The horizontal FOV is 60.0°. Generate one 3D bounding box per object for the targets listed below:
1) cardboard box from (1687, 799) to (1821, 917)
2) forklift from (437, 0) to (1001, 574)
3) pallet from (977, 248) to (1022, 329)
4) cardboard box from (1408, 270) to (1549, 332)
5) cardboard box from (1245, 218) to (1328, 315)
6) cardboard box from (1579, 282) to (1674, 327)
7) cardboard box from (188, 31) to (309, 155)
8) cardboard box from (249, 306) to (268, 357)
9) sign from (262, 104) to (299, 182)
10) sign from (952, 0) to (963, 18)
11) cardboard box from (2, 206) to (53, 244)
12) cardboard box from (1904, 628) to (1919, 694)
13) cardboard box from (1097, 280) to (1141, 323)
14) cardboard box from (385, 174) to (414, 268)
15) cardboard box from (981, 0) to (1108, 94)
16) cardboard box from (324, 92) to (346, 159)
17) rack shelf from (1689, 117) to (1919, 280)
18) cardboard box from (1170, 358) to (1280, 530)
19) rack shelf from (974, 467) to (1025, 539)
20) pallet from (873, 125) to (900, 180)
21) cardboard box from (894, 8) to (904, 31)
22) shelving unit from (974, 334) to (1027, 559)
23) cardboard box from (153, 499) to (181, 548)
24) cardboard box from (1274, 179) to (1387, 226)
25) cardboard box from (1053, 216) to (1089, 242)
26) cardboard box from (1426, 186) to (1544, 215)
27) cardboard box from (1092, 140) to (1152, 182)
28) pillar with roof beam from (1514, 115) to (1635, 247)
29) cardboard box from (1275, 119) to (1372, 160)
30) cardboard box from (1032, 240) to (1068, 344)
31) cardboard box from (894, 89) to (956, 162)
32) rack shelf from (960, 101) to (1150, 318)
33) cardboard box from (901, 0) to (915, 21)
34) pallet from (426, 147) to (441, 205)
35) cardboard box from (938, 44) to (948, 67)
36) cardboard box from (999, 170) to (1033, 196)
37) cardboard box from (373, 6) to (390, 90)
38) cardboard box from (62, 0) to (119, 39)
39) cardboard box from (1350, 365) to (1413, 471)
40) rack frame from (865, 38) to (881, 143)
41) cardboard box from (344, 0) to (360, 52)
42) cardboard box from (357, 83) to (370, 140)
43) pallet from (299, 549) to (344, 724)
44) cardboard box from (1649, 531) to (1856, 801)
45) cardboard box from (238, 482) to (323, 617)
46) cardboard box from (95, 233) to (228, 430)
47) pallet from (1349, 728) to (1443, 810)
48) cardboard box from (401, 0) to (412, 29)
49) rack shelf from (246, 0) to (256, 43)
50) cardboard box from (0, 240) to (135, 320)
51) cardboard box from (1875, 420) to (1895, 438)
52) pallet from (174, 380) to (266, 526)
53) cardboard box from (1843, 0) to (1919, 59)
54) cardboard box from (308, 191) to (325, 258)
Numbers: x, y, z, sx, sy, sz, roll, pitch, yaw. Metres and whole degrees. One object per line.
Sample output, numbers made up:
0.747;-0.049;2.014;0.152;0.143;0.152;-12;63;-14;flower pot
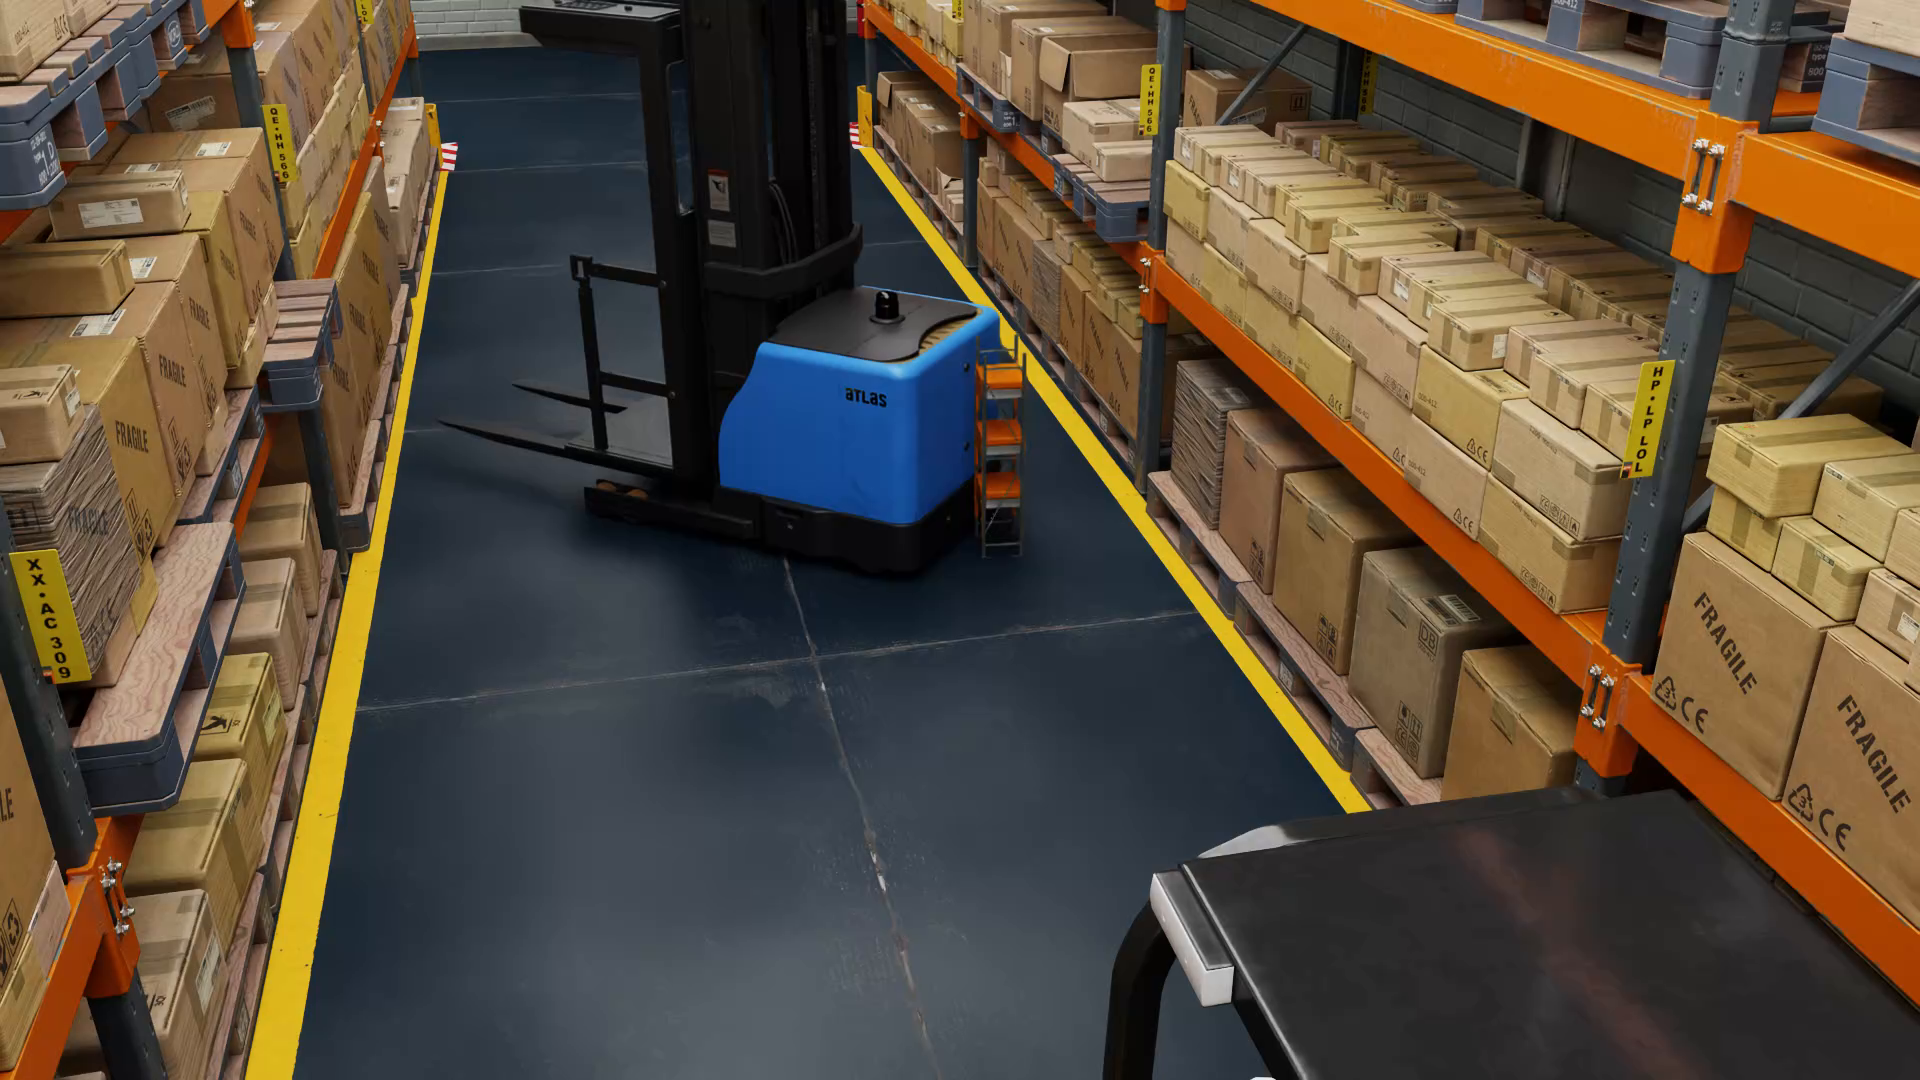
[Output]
2.128;0.947;4.520;0.500;0.250;0.500;-6;27;-12;cardboard box
-1.344;-1.594;8.155;3.031;2.935;1.130;13;29;23;forklift
0.742;-1.804;11.591;1.003;0.211;1.213;-6;27;-12;pallet
1.765;-0.800;5.675;0.380;0.149;0.250;-7;28;-13;cardboard box
1.497;-1.132;6.775;0.500;0.250;0.500;-7;28;-13;cardboard box
2.312;-0.744;5.564;0.380;0.149;0.250;-6;27;-12;cardboard box
-3.406;-2.090;7.841;0.500;0.500;0.500;-6;27;-11;cardboard box
-2.828;-0.768;6.256;0.380;0.149;0.250;-7;28;-14;cardboard box
-2.885;-1.682;7.056;0.100;0.325;0.005;-6;27;-12;sign
-0.005;-3.731;11.351;0.100;0.325;0.005;-6;27;-12;sign
-3.285;-0.824;5.647;0.500;0.500;0.500;-5;27;-11;cardboard box
2.269;0.283;3.530;0.380;0.149;0.250;-5;27;-10;cardboard box
0.974;-1.315;9.115;0.380;0.149;0.250;-7;28;-14;cardboard box
-4.350;-2.227;11.711;0.875;0.438;0.875;-6;27;-12;cardboard box
0.530;-3.172;10.629;0.700;0.500;0.500;-6;27;-11;cardboard box
-3.603;-2.216;8.922;0.500;0.250;0.500;-5;27;-11;cardboard box
2.776;-0.030;2.451;1.077;0.370;4.000;-6;27;-12;rack shelf
1.551;-0.499;8.078;0.875;0.625;0.625;-5;27;-10;cardboard box
0.190;-0.181;8.084;0.215;0.259;0.240;-3;27;-7;rack shelf
-0.182;-3.530;15.010;1.003;0.211;1.213;-6;27;-12;pallet
-0.331;-4.304;13.726;0.380;0.149;0.250;-7;28;-13;cardboard box
0.190;-0.438;7.954;0.215;1.050;0.252;-3;27;-7;shelving unit
-2.530;-0.079;4.891;0.380;0.149;0.250;-6;27;-11;cardboard box
1.509;-1.363;6.790;0.380;0.149;0.250;-6;27;-11;cardboard box
0.788;-1.897;10.267;0.380;0.149;0.250;-6;27;-11;cardboard box
2.105;-1.311;6.687;0.380;0.149;0.250;-6;27;-12;cardboard box
0.901;-1.971;8.639;0.380;0.149;0.250;-5;27;-11;cardboard box
-1.599;-3.407;5.013;9.100;9.000;0.400;-6;27;-12;pillar with roof beam
1.694;-1.858;7.772;0.380;0.149;0.250;-5;27;-10;cardboard box
0.760;-1.558;10.316;0.500;0.500;0.500;-7;28;-13;cardboard box
-0.179;-3.573;14.308;0.700;0.500;0.500;-5;27;-9;cardboard box
0.973;-2.203;10.085;1.077;0.370;4.000;-6;27;-12;rack shelf
-0.173;-4.332;13.340;0.500;0.250;0.500;-7;28;-13;cardboard box
-4.958;-3.065;14.088;1.003;0.211;1.213;-6;27;-12;pallet
0.042;-3.628;12.389;0.380;0.149;0.250;-5;27;-10;cardboard box
0.481;-2.465;11.394;0.380;0.149;0.250;-7;28;-13;cardboard box
-4.273;-3.395;11.537;0.500;0.500;0.500;-6;27;-11;cardboard box
-2.367;-1.364;3.995;0.500;0.250;0.500;-6;27;-12;cardboard box
1.756;-0.459;5.998;0.500;0.250;0.500;-6;27;-11;cardboard box
-0.380;-5.159;15.141;1.000;3.000;0.127;-6;27;-12;rack frame
-3.968;-3.217;10.074;0.500;0.500;0.500;-5;27;-10;cardboard box
-3.967;-2.659;10.355;0.500;0.250;0.500;-7;28;-13;cardboard box
-3.237;0.447;7.130;1.003;0.211;1.213;-6;27;-12;pallet
2.170;0.286;4.243;0.500;0.500;0.500;-7;28;-13;cardboard box
-3.294;0.094;7.185;0.950;0.372;0.625;-8;28;-15;cardboard box
-2.674;-0.647;5.296;0.500;0.500;0.500;-7;28;-14;cardboard box
2.121;1.035;5.965;1.003;0.211;1.213;-6;27;-12;pallet
-4.848;-4.513;13.751;0.500;0.500;0.500;-6;27;-11;cardboard box
-3.863;-3.037;8.407;1.077;0.370;4.000;-6;27;-12;rack shelf
-2.617;-0.748;4.776;0.380;0.149;0.250;-4;27;-9;cardboard box
2.460;-0.296;5.118;0.500;0.250;0.500;-6;27;-12;cardboard box
-2.926;-0.190;5.511;1.003;0.211;1.213;-6;27;-12;pallet
2.130;-1.122;3.516;0.380;0.149;0.250;-5;27;-11;cardboard box
-3.410;-1.538;8.134;0.500;0.250;0.500;-7;28;-13;cardboard box
